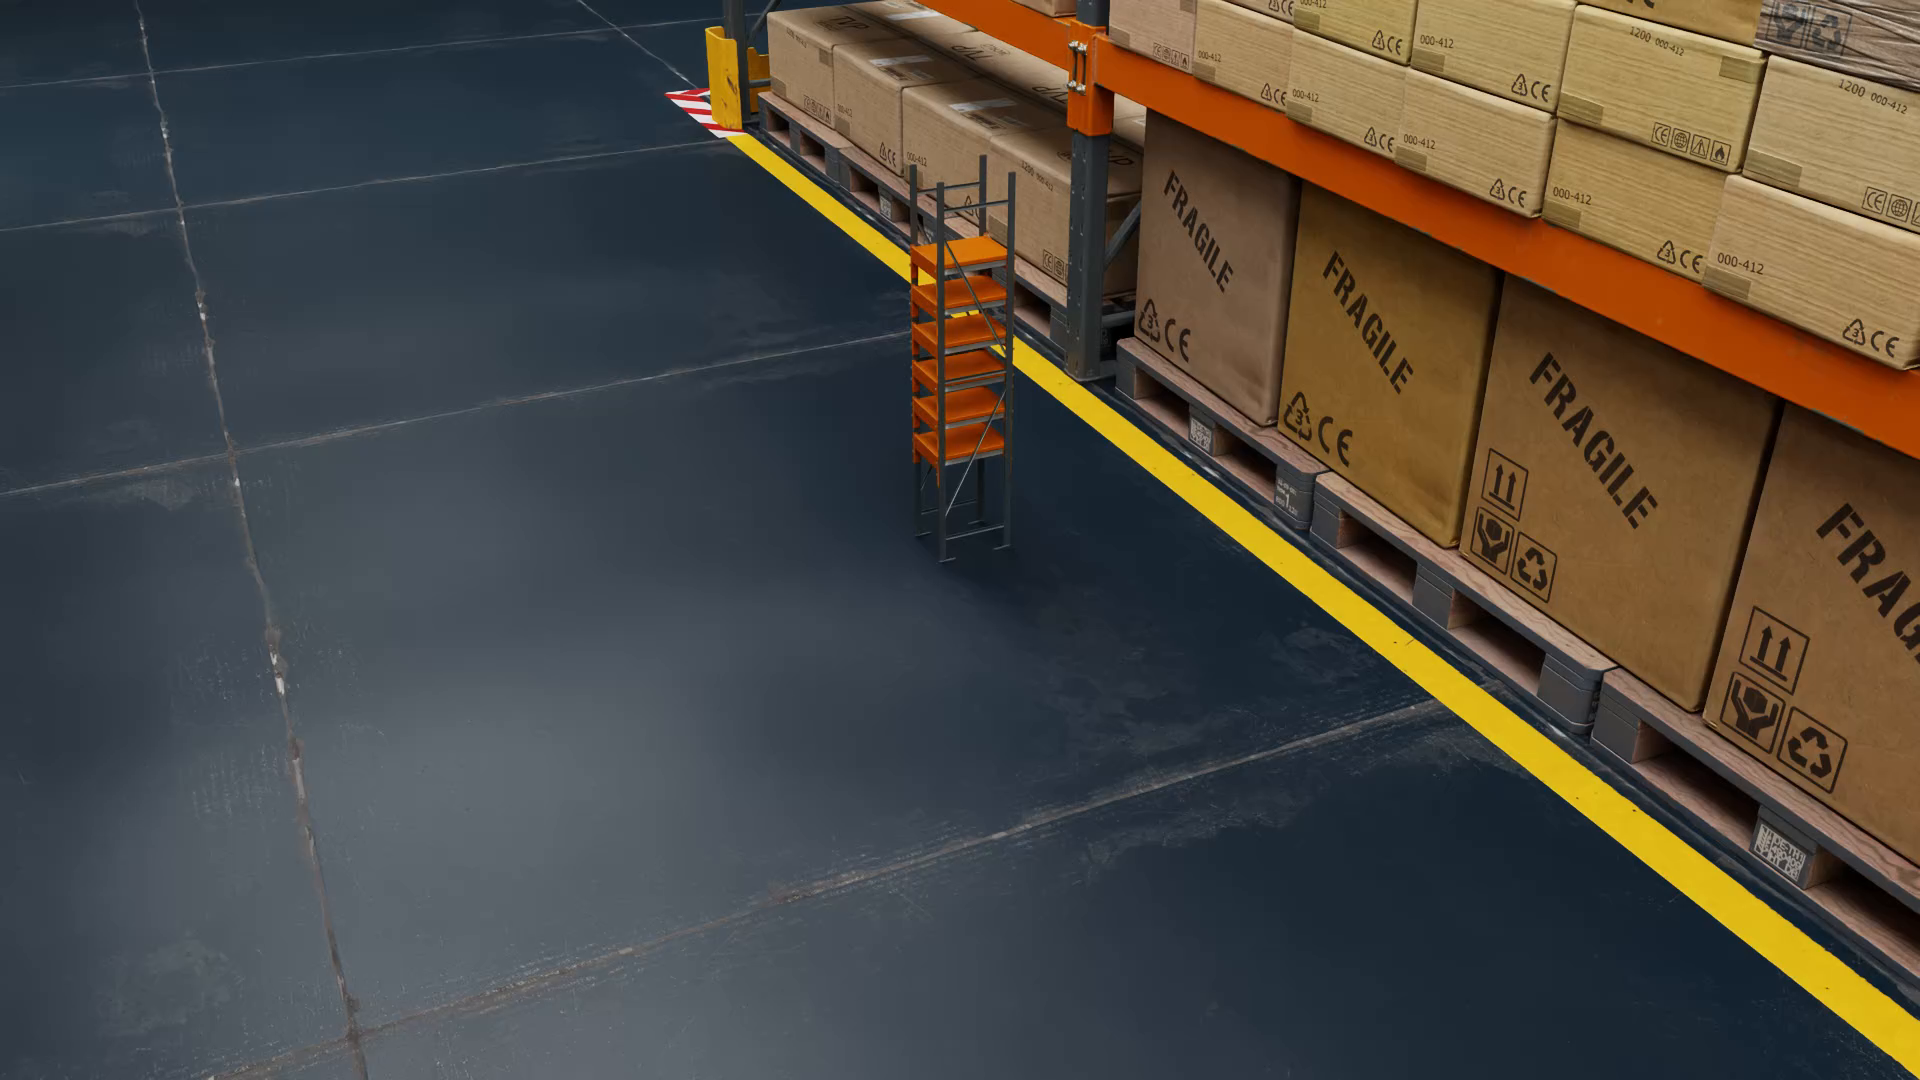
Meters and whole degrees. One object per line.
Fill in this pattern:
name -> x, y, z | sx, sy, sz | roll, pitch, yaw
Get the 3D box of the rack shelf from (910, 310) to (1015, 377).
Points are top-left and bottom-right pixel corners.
rack shelf -> 0.006, -0.583, 4.908 | 0.258, 0.103, 0.180 | -13, 32, -22

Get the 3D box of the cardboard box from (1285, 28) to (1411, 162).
cardboard box -> 1.256, -1.255, 4.574 | 0.500, 0.250, 0.500 | -13, 32, -22

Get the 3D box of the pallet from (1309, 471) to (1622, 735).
pallet -> 1.804, 0.053, 4.939 | 1.003, 0.211, 1.213 | -13, 32, -22

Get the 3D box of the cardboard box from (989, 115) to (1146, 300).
cardboard box -> 0.704, -1.393, 6.858 | 0.875, 0.438, 0.875 | -14, 32, -23

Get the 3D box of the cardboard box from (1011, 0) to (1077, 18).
cardboard box -> 0.447, -2.223, 6.045 | 0.500, 0.500, 0.500 | -13, 32, -22

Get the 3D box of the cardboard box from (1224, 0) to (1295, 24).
cardboard box -> 1.060, -1.702, 4.861 | 0.500, 0.250, 0.500 | -13, 32, -21

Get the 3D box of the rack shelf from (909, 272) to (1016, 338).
rack shelf -> 0.006, -0.688, 4.849 | 0.258, 0.103, 0.180 | -13, 32, -22

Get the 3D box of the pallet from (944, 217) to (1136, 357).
pallet -> 0.621, -1.164, 7.110 | 1.003, 0.211, 1.213 | -13, 32, -22

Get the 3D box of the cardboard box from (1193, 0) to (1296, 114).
cardboard box -> 1.051, -1.484, 4.984 | 0.500, 0.250, 0.500 | -14, 32, -23

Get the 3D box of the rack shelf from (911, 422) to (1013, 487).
rack shelf -> 0.006, -0.269, 5.084 | 0.258, 0.103, 0.180 | -13, 32, -22

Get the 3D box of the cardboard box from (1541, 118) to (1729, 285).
cardboard box -> 1.707, -0.813, 3.786 | 0.500, 0.250, 0.500 | -13, 32, -22

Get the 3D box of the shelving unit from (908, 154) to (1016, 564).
shelving unit -> 0.006, -0.517, 4.945 | 0.258, 1.200, 0.189 | -13, 32, -22

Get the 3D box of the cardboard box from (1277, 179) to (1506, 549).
cardboard box -> 1.610, -0.630, 5.049 | 0.875, 0.875, 0.875 | -12, 31, -21

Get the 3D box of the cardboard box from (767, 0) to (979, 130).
cardboard box -> -0.467, -2.590, 8.992 | 0.875, 0.438, 0.875 | -14, 32, -24

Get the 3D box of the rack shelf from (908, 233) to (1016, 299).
rack shelf -> 0.006, -0.792, 4.791 | 0.258, 0.103, 0.180 | -13, 32, -22

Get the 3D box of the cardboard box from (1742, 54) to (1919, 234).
cardboard box -> 1.933, -0.800, 3.252 | 0.500, 0.250, 0.500 | -14, 32, -23

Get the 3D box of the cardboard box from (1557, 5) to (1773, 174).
cardboard box -> 1.695, -1.022, 3.647 | 0.500, 0.250, 0.500 | -14, 32, -23

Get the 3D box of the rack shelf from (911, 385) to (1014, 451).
rack shelf -> 0.006, -0.374, 5.026 | 0.258, 0.103, 0.180 | -13, 32, -22

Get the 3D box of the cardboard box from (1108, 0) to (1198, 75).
cardboard box -> 0.827, -1.713, 5.391 | 0.500, 0.250, 0.500 | -14, 32, -23

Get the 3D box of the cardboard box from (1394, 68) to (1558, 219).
cardboard box -> 1.462, -1.032, 4.177 | 0.500, 0.250, 0.500 | -14, 32, -23

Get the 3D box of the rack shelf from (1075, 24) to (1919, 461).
rack shelf -> 1.735, -0.831, 4.400 | 1.077, 0.370, 4.000 | -13, 32, -22

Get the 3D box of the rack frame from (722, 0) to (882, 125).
rack frame -> -0.841, -3.795, 8.951 | 1.000, 3.000, 0.127 | -13, 32, -22

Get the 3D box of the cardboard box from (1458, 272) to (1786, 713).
cardboard box -> 1.993, -0.235, 4.345 | 0.875, 0.875, 0.875 | -13, 32, -21

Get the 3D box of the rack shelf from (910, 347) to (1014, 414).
rack shelf -> 0.006, -0.478, 4.967 | 0.258, 0.103, 0.180 | -13, 32, -22

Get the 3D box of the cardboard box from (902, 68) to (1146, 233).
cardboard box -> 0.319, -1.789, 7.563 | 0.875, 0.438, 0.875 | -14, 32, -23

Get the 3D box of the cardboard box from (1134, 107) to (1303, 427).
cardboard box -> 1.215, -1.027, 5.758 | 0.875, 0.875, 0.875 | -12, 31, -20

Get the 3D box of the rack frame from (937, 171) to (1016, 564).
rack frame -> 0.046, -0.477, 4.873 | 0.240, 1.200, 0.006 | -13, 32, -22

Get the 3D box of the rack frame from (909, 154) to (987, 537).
rack frame -> -0.033, -0.557, 5.017 | 0.240, 1.200, 0.006 | -13, 32, -22

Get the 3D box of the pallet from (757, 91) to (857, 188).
pallet -> -0.427, -2.242, 9.032 | 1.003, 0.211, 1.213 | -13, 32, -22

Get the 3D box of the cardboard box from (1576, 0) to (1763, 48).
cardboard box -> 1.701, -1.360, 3.484 | 0.500, 0.500, 0.500 | -13, 32, -22

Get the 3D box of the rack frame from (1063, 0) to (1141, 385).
rack frame -> 0.877, -2.028, 5.799 | 1.000, 3.000, 0.127 | -13, 32, -22

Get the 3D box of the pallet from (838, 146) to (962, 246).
pallet -> 0.093, -1.704, 8.072 | 1.003, 0.211, 1.213 | -13, 32, -22

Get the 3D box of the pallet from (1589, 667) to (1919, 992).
pallet -> 2.323, 0.591, 3.980 | 1.003, 0.211, 1.213 | -13, 32, -22

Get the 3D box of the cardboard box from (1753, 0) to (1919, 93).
cardboard box -> 1.908, -1.139, 3.090 | 0.500, 0.500, 0.500 | -13, 32, -21

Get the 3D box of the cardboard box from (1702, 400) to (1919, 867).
cardboard box -> 2.372, 0.160, 3.641 | 0.875, 0.875, 0.875 | -13, 32, -22

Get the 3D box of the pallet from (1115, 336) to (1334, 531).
pallet -> 1.276, -0.487, 5.902 | 1.003, 0.211, 1.213 | -13, 32, -22

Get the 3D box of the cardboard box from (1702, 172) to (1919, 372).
cardboard box -> 1.909, -0.587, 3.383 | 0.500, 0.250, 0.500 | -13, 32, -21

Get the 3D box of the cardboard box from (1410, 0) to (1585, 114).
cardboard box -> 1.471, -1.251, 4.056 | 0.500, 0.250, 0.500 | -14, 32, -23

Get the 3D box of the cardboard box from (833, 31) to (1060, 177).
cardboard box -> -0.067, -2.187, 8.274 | 0.875, 0.438, 0.875 | -12, 32, -21

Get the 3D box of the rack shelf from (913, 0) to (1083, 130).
rack shelf -> 0.018, -2.598, 7.551 | 1.077, 0.370, 4.000 | -13, 32, -22

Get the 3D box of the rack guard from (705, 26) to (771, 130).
rack guard -> -0.851, -2.715, 9.581 | 1.175, 0.500, 0.348 | -13, 32, -22

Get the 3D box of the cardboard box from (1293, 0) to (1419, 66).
cardboard box -> 1.253, -1.474, 4.454 | 0.500, 0.250, 0.500 | -13, 32, -21
